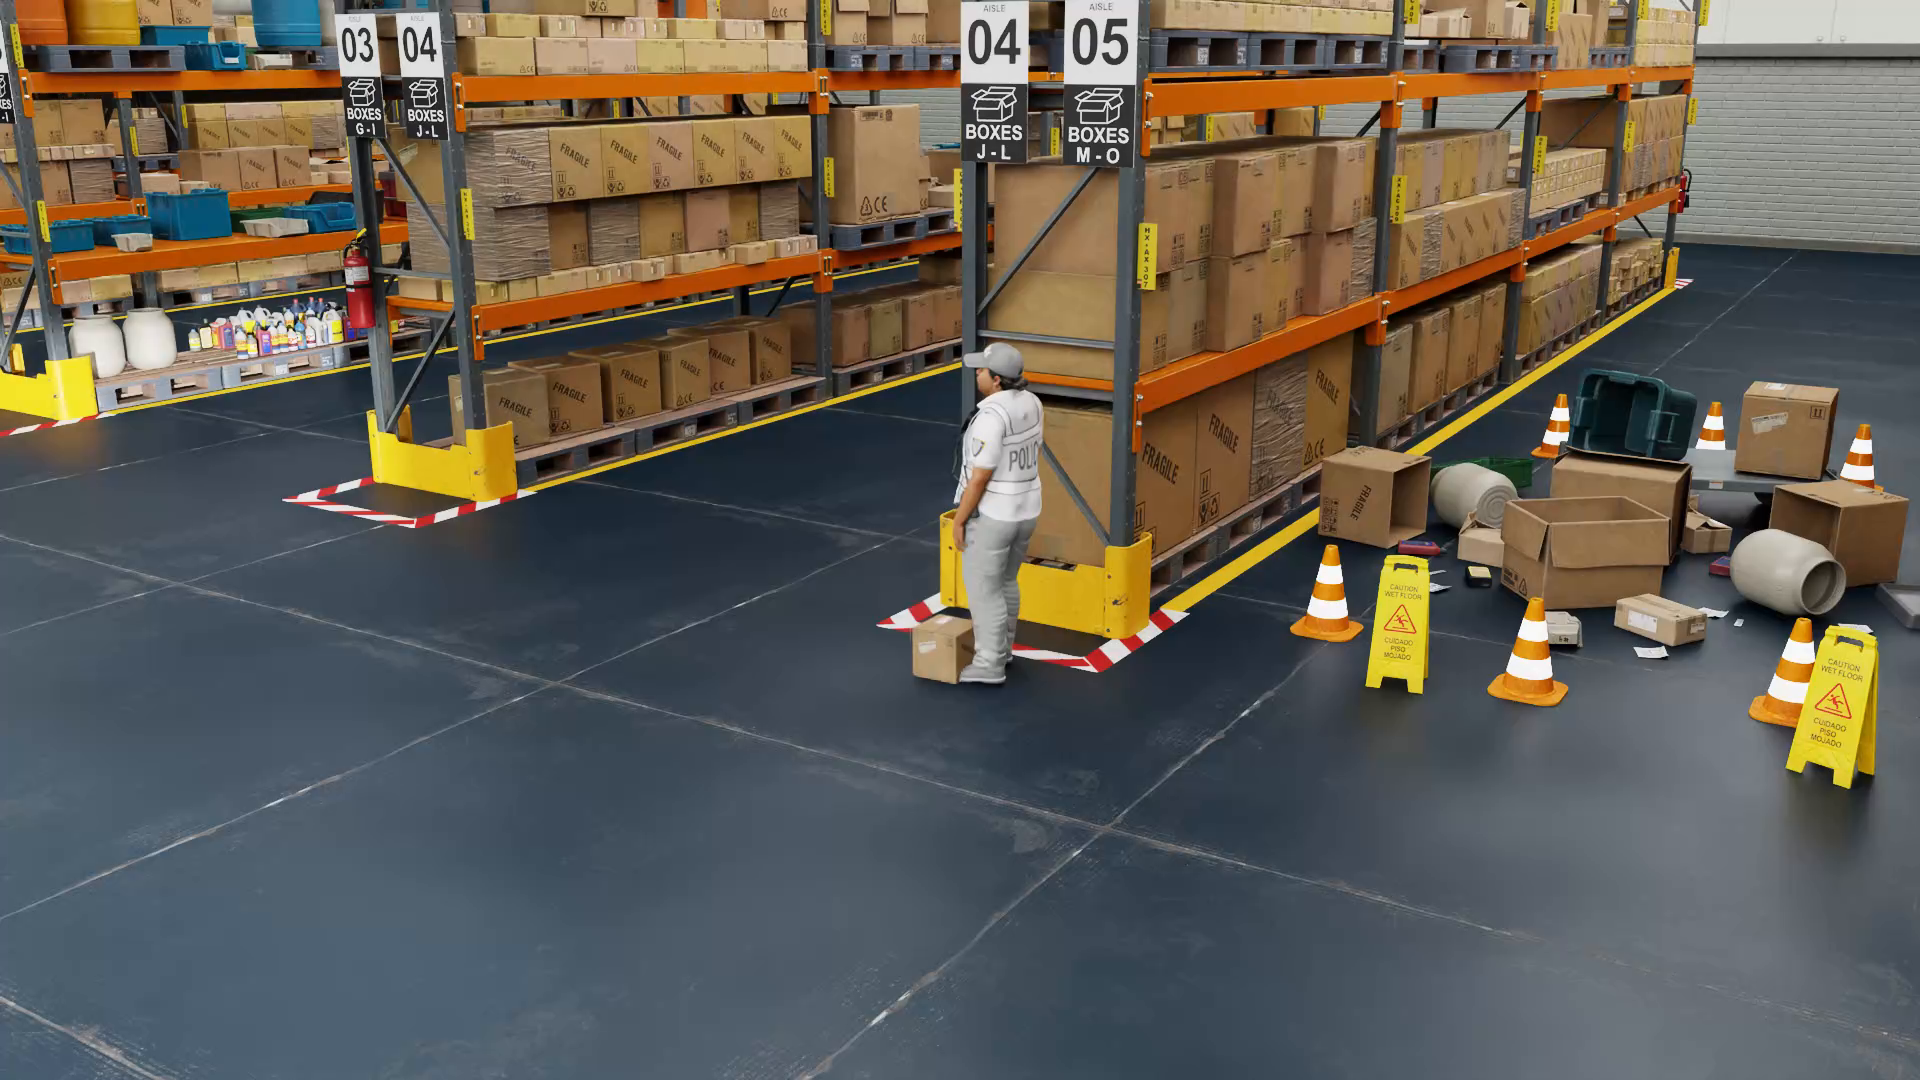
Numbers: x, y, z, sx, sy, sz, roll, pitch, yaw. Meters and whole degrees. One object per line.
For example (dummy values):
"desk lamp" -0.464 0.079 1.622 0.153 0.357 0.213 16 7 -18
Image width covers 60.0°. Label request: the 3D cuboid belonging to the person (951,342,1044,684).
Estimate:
"person" 0.119 -0.132 7.944 0.529 1.670 0.596 10 19 31
